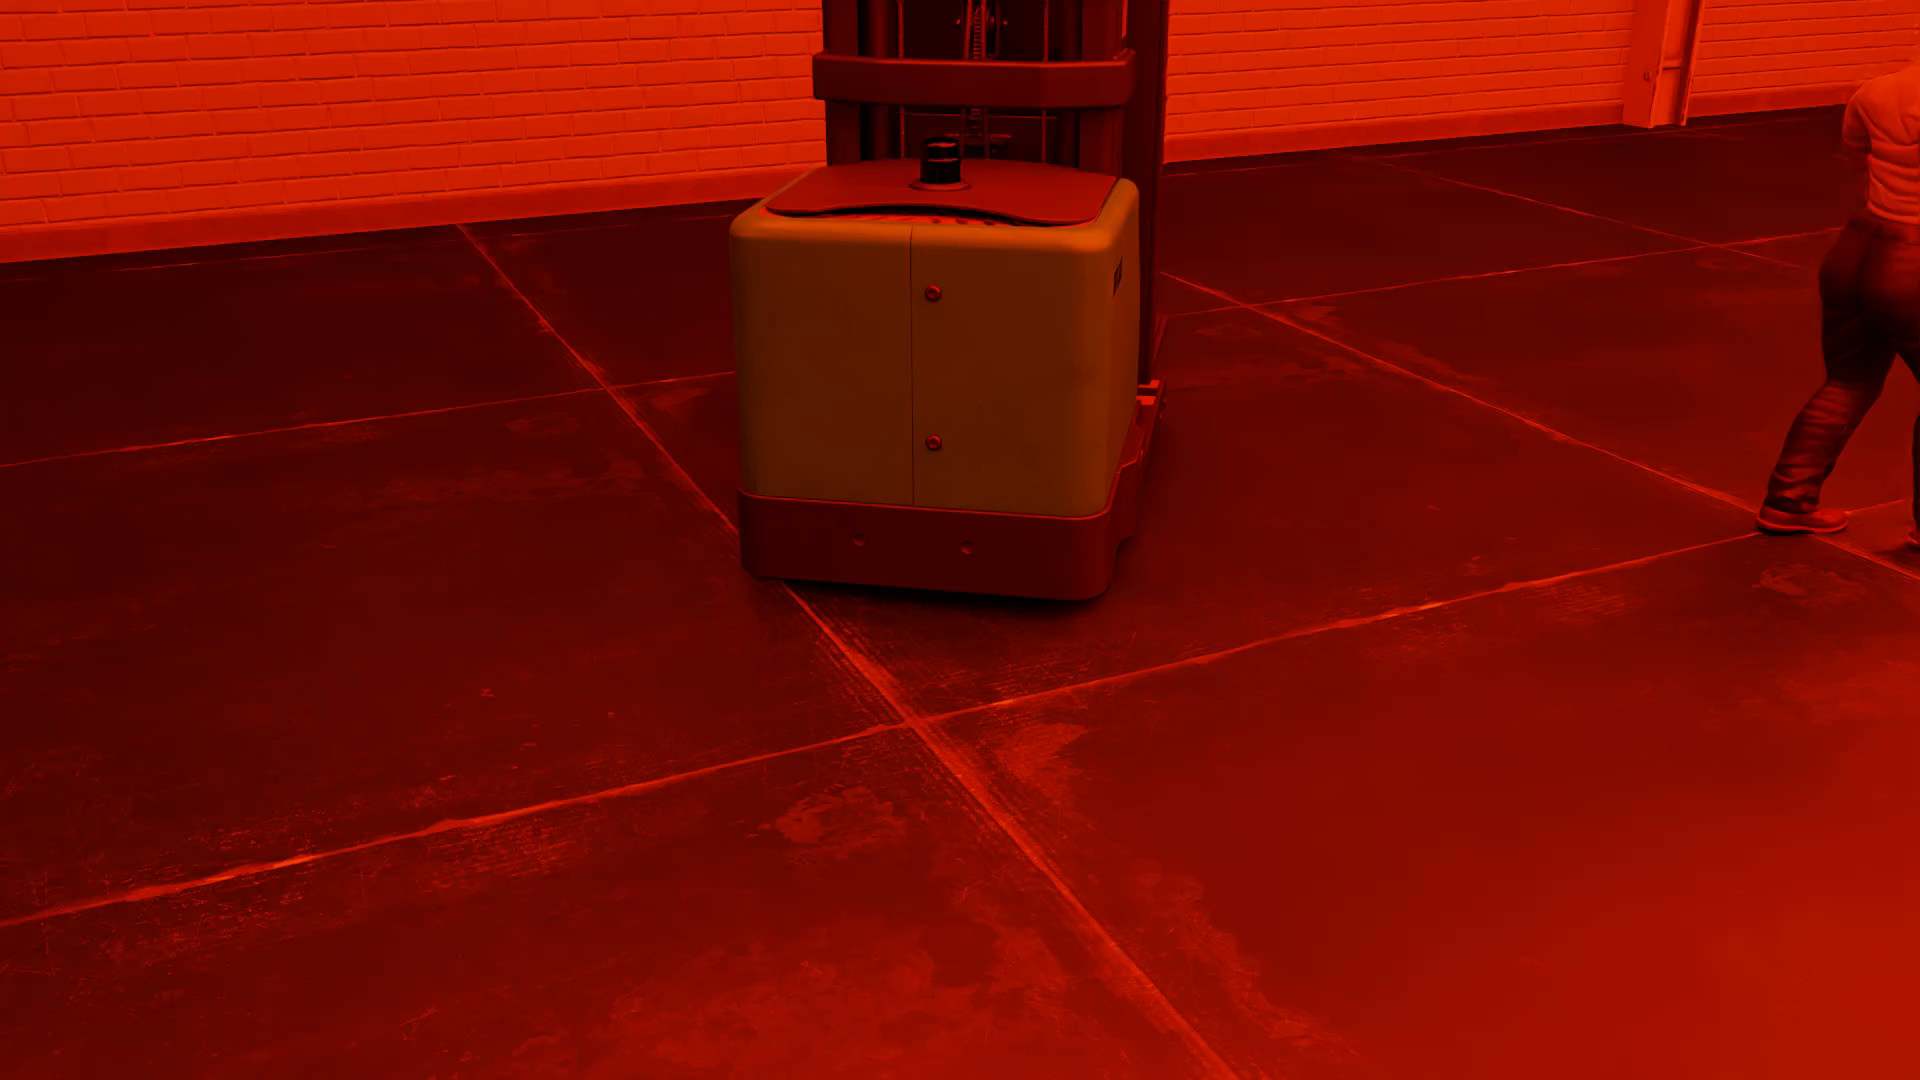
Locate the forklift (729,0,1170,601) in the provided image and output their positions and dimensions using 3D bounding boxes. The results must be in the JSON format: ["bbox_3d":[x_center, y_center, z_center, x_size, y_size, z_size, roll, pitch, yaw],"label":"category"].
[{"bbox_3d":[0.154,-1.723,5.433,1.130,2.935,3.031,4,23,10],"label":"forklift"}]

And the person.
[{"bbox_3d":[2.824,-0.731,4.812,0.666,1.656,0.926,-4,23,-8],"label":"person"}]
